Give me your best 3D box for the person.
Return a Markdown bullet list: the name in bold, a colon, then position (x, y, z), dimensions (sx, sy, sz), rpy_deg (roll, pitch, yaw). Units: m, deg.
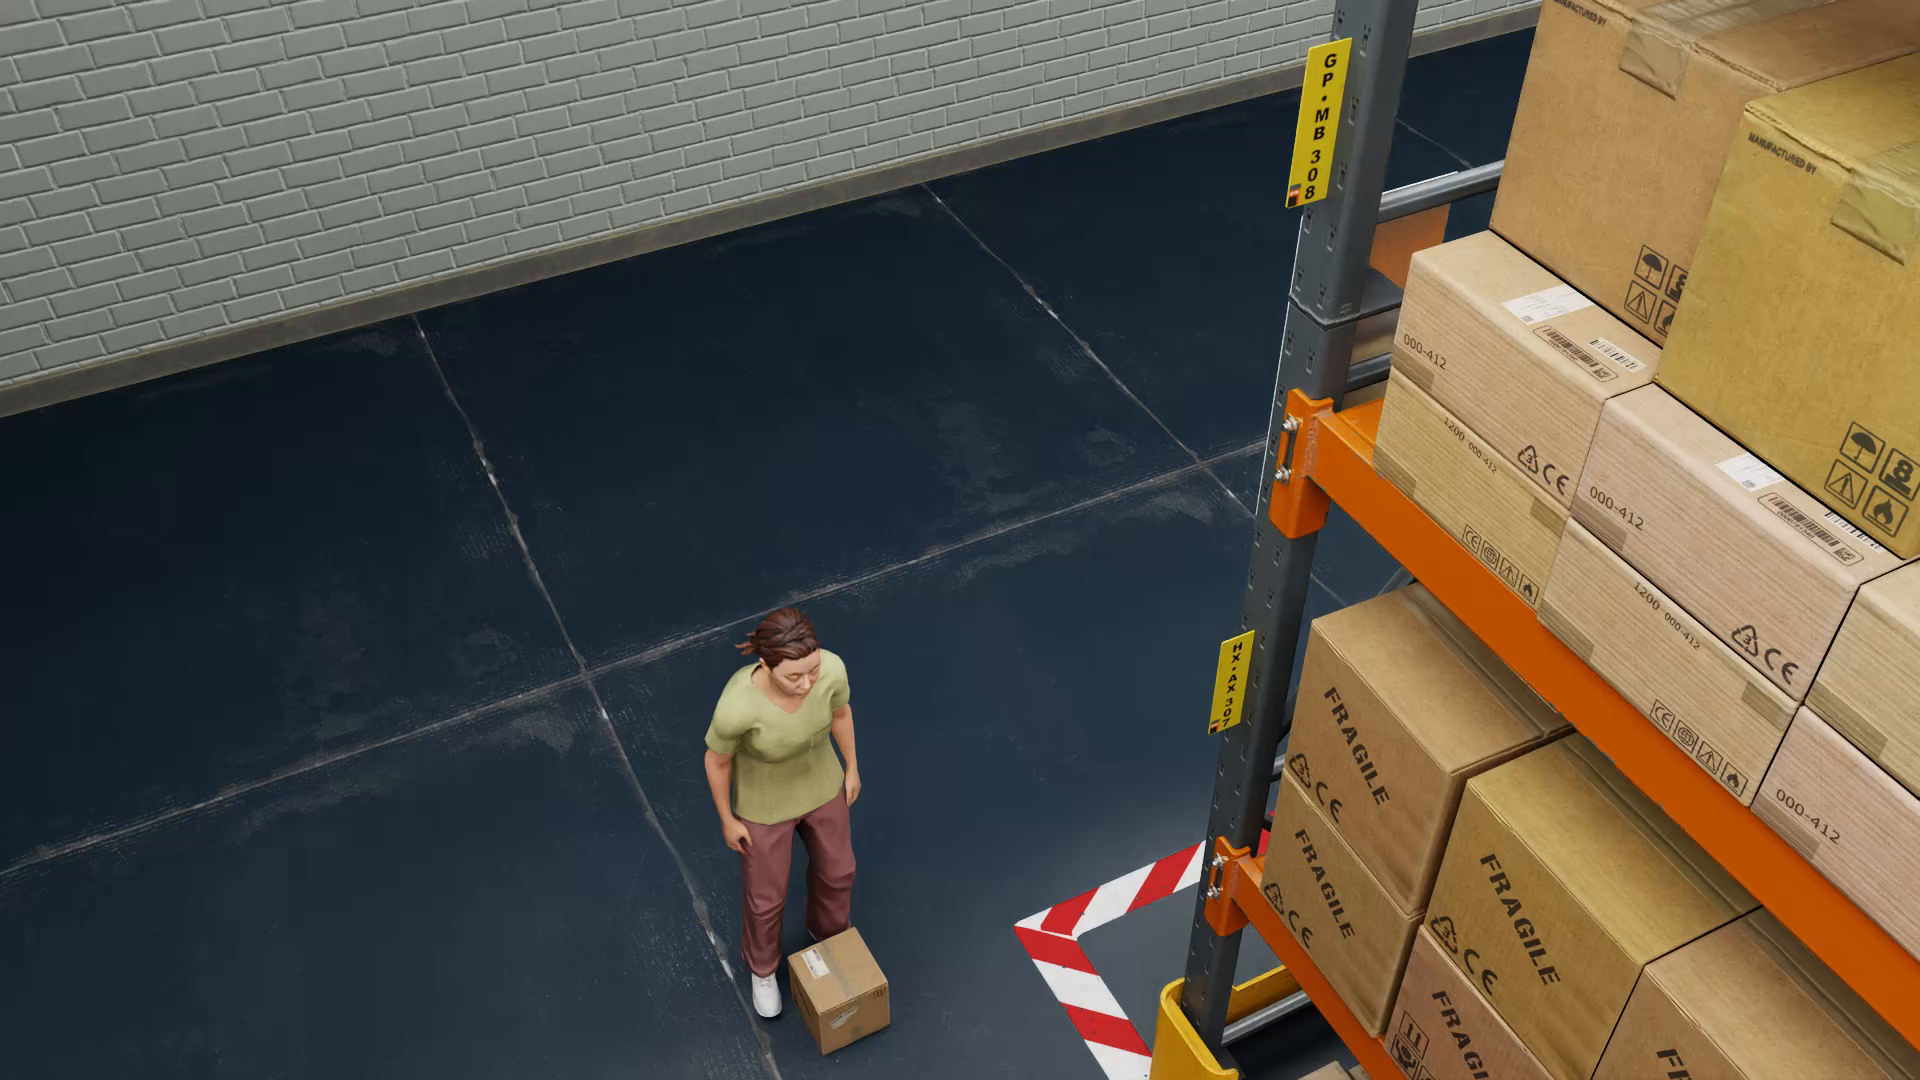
- **person**: position (-0.525, 0.824, 5.226), dimensions (0.498, 1.672, 0.363), rpy_deg (-21, 45, -22)
